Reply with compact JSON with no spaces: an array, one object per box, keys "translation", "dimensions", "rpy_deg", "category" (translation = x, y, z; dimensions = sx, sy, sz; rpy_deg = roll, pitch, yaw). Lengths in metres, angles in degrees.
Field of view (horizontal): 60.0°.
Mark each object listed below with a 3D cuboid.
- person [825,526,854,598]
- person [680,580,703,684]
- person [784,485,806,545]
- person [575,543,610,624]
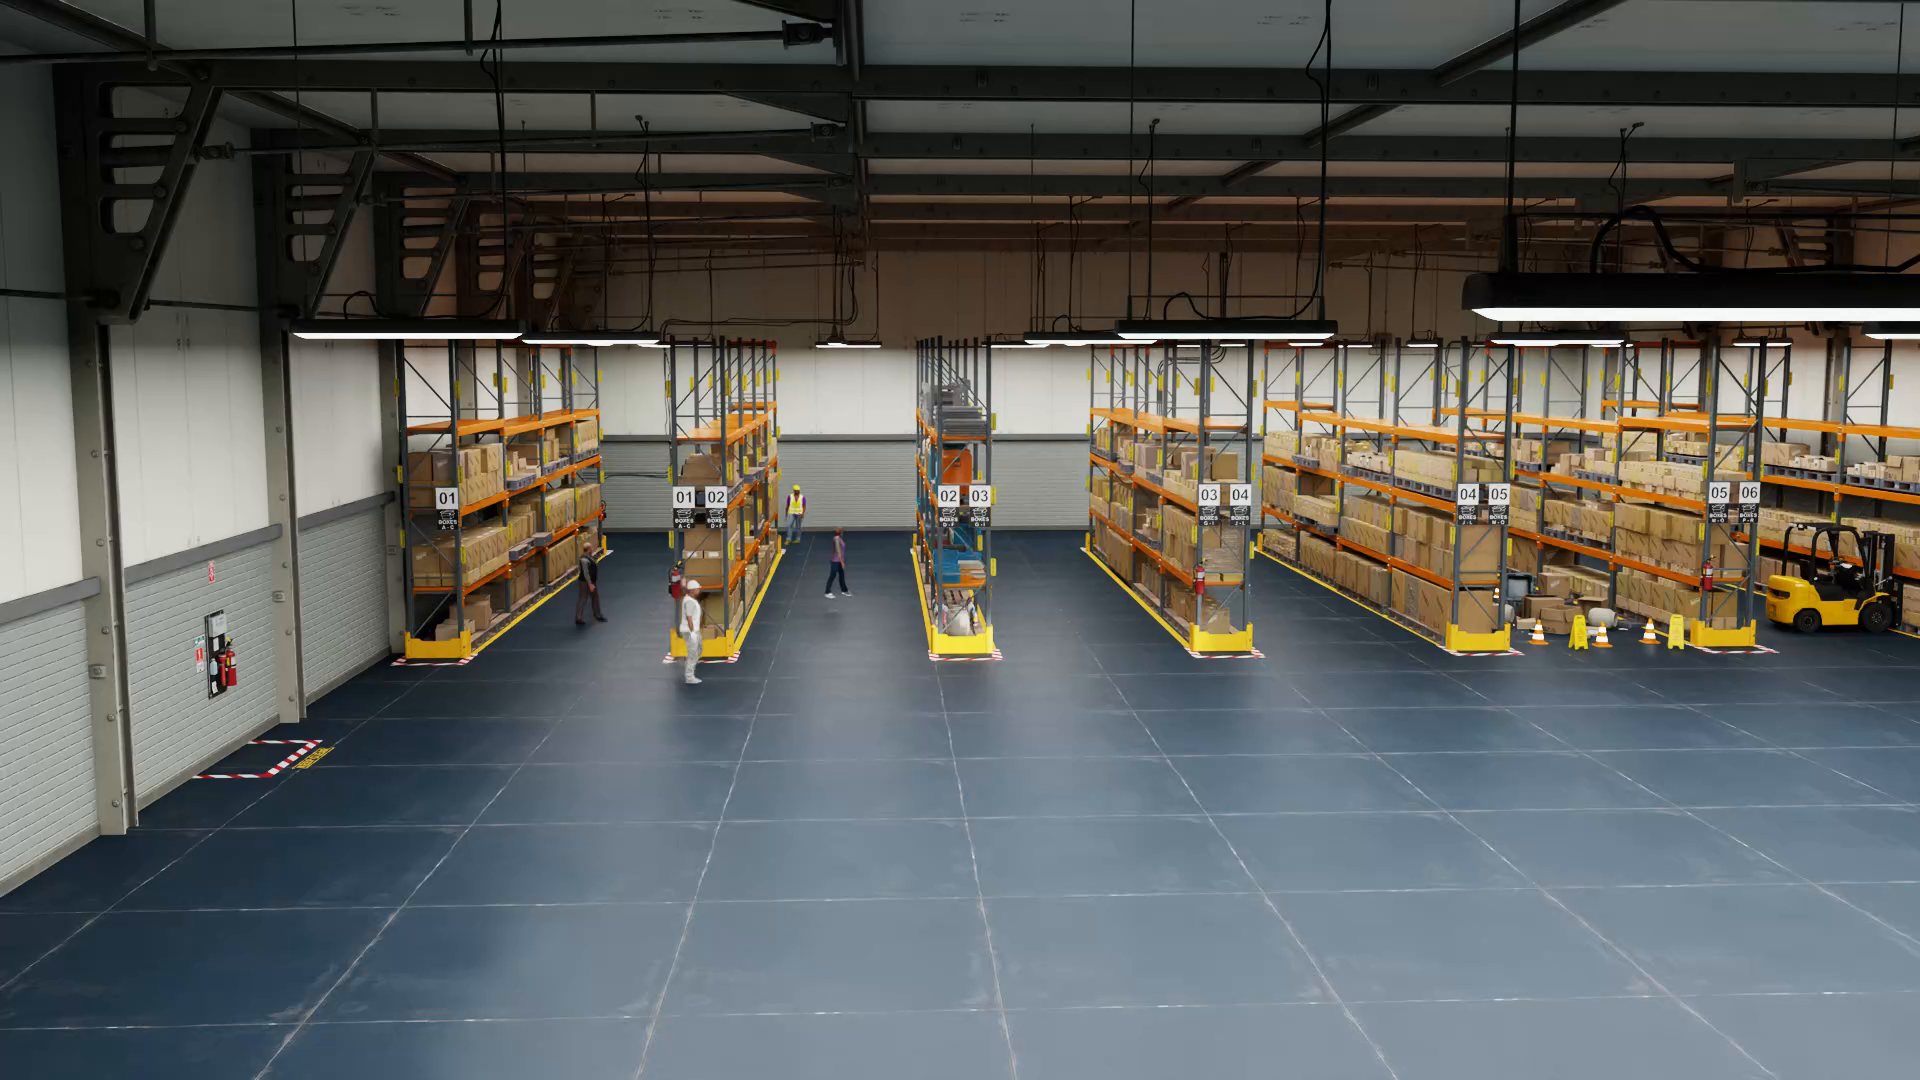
[{"translation":[-2.682,0.478,36.749],"dimensions":[0.575,1.597,0.570],"rpy_deg":[1,7,9],"category":"person"},{"translation":[-4.651,1.599,28.774],"dimensions":[0.400,1.815,0.692],"rpy_deg":[0,6,-3],"category":"person"},{"translation":[-4.904,-0.755,49.201],"dimensions":[0.641,1.738,0.799],"rpy_deg":[2,7,14],"category":"person"},{"translation":[-7.781,0.909,34.970],"dimensions":[0.592,1.736,0.679],"rpy_deg":[1,7,9],"category":"person"}]
